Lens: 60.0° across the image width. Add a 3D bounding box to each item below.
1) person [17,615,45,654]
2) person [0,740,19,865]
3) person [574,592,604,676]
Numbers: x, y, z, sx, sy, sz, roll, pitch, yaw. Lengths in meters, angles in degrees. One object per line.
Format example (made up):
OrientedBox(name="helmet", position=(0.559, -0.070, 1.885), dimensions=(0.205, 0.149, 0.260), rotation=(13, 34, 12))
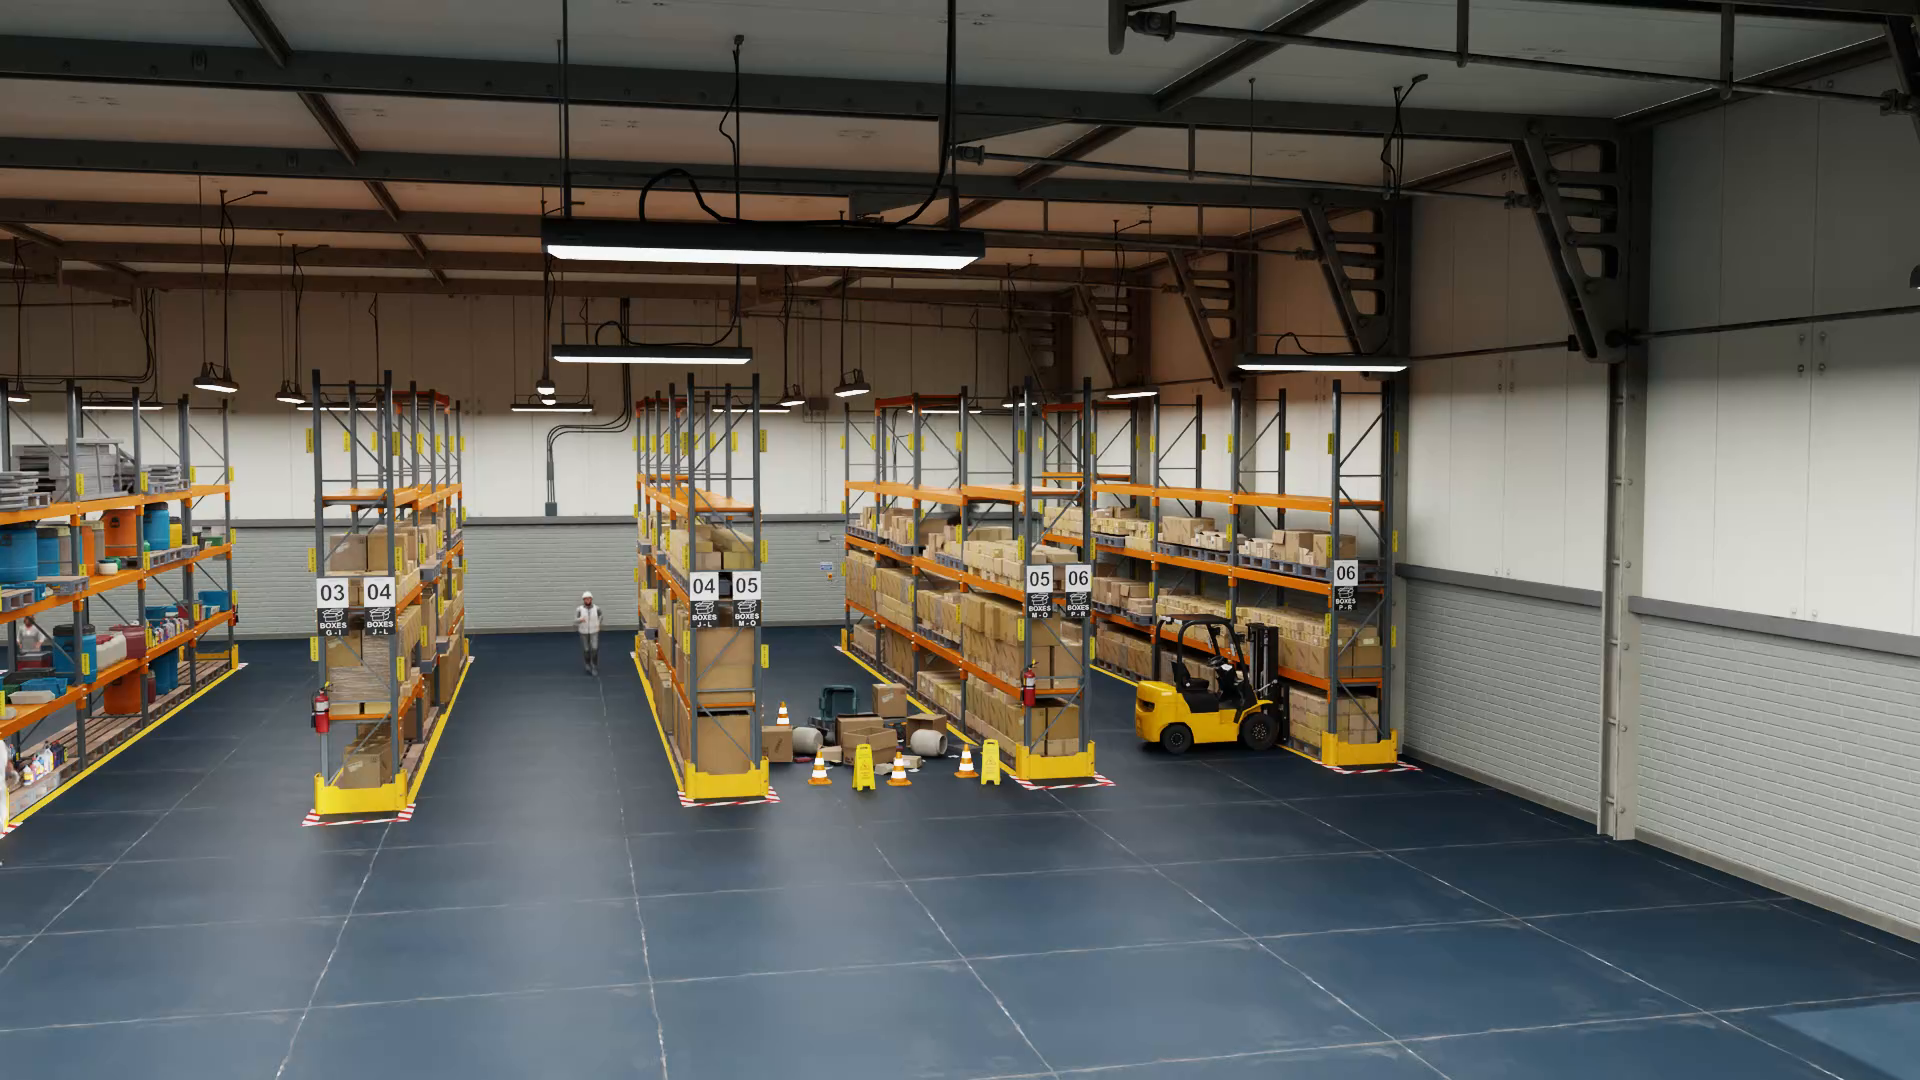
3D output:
OrientedBox(name="person", position=(-18.895, 2.272, 33.788), dimensions=(0.512, 1.554, 0.529), rotation=(-1, 4, -23))
OrientedBox(name="person", position=(-11.548, 2.993, 19.761), dimensions=(0.637, 1.749, 0.671), rotation=(1, 4, 23))
OrientedBox(name="person", position=(-8.071, 2.039, 36.161), dimensions=(0.638, 1.835, 0.777), rotation=(-1, 3, -12))
